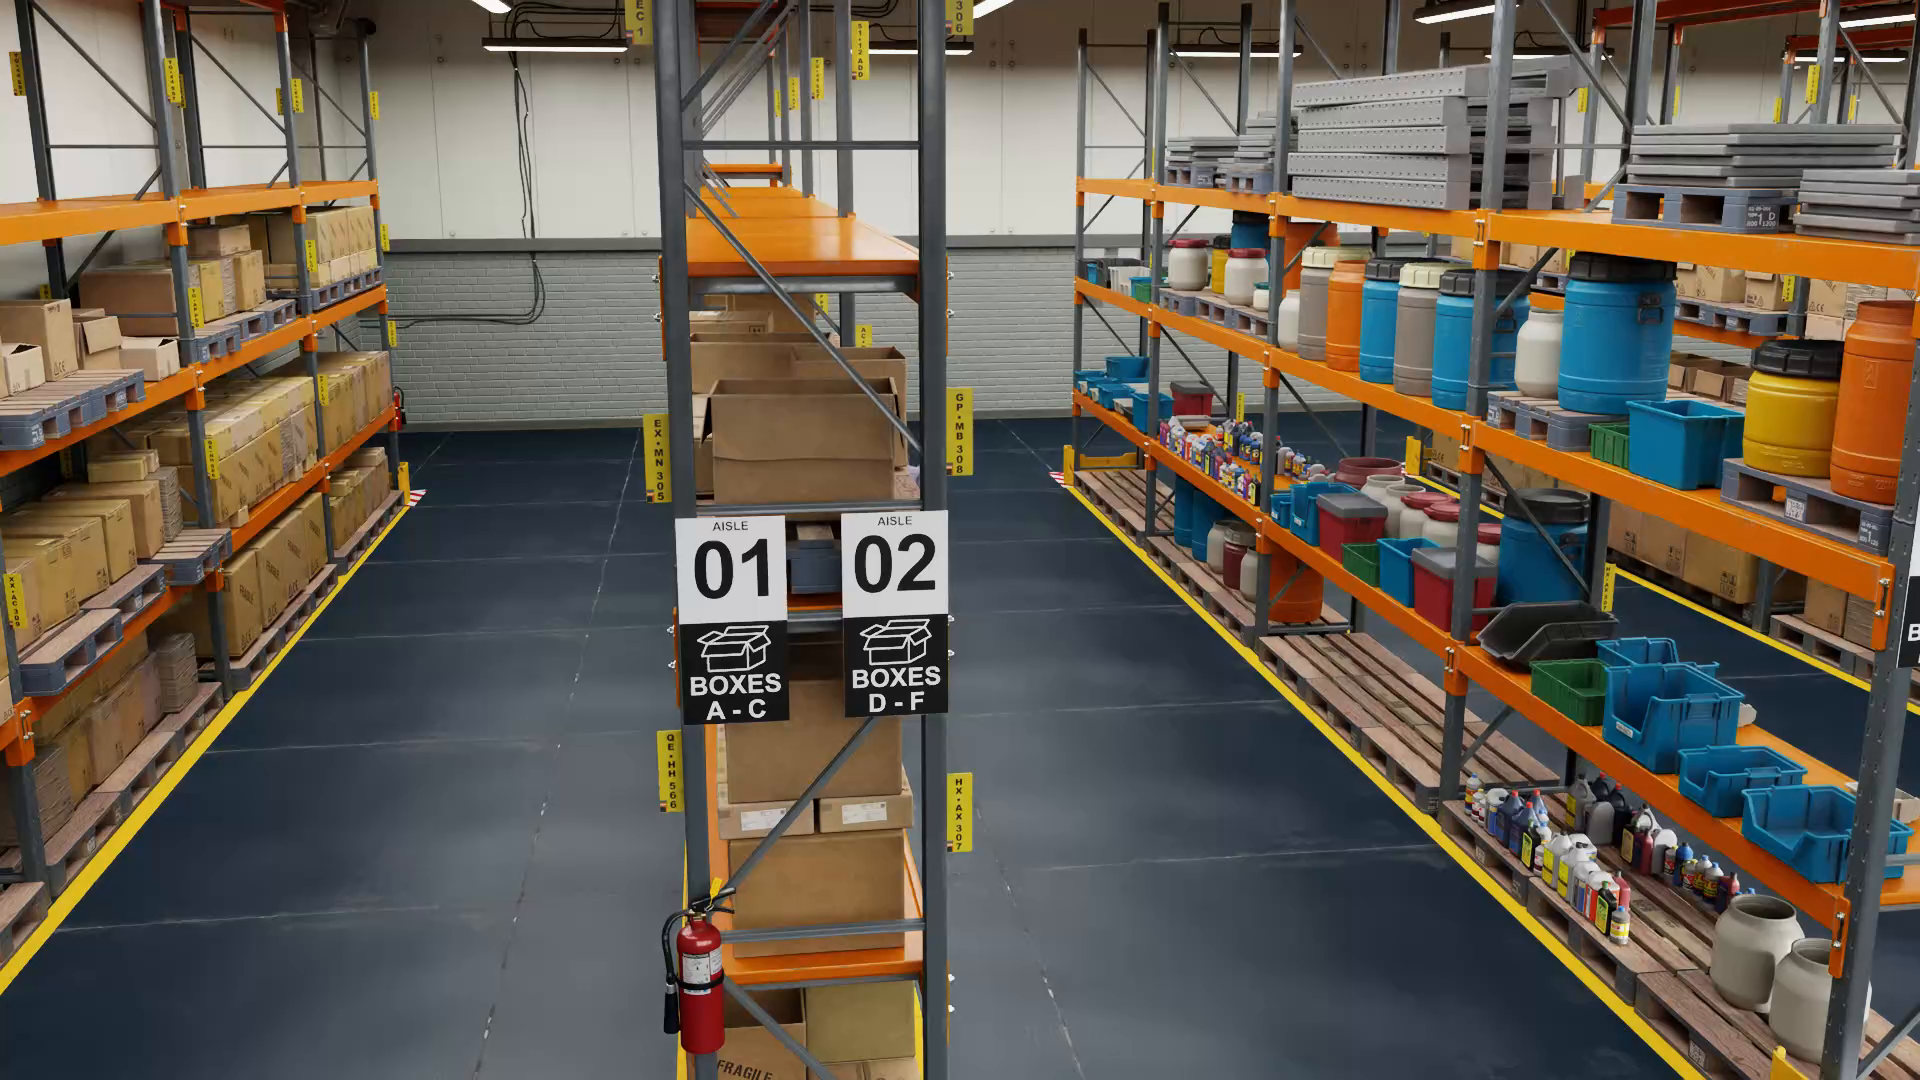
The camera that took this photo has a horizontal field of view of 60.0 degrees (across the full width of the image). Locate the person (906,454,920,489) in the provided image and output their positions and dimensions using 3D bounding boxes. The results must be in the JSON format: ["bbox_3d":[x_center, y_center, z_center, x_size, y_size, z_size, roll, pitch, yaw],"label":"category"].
[{"bbox_3d":[-0.589,-0.159,17.008,0.519,1.517,0.507,-2,13,-7],"label":"person"}]
